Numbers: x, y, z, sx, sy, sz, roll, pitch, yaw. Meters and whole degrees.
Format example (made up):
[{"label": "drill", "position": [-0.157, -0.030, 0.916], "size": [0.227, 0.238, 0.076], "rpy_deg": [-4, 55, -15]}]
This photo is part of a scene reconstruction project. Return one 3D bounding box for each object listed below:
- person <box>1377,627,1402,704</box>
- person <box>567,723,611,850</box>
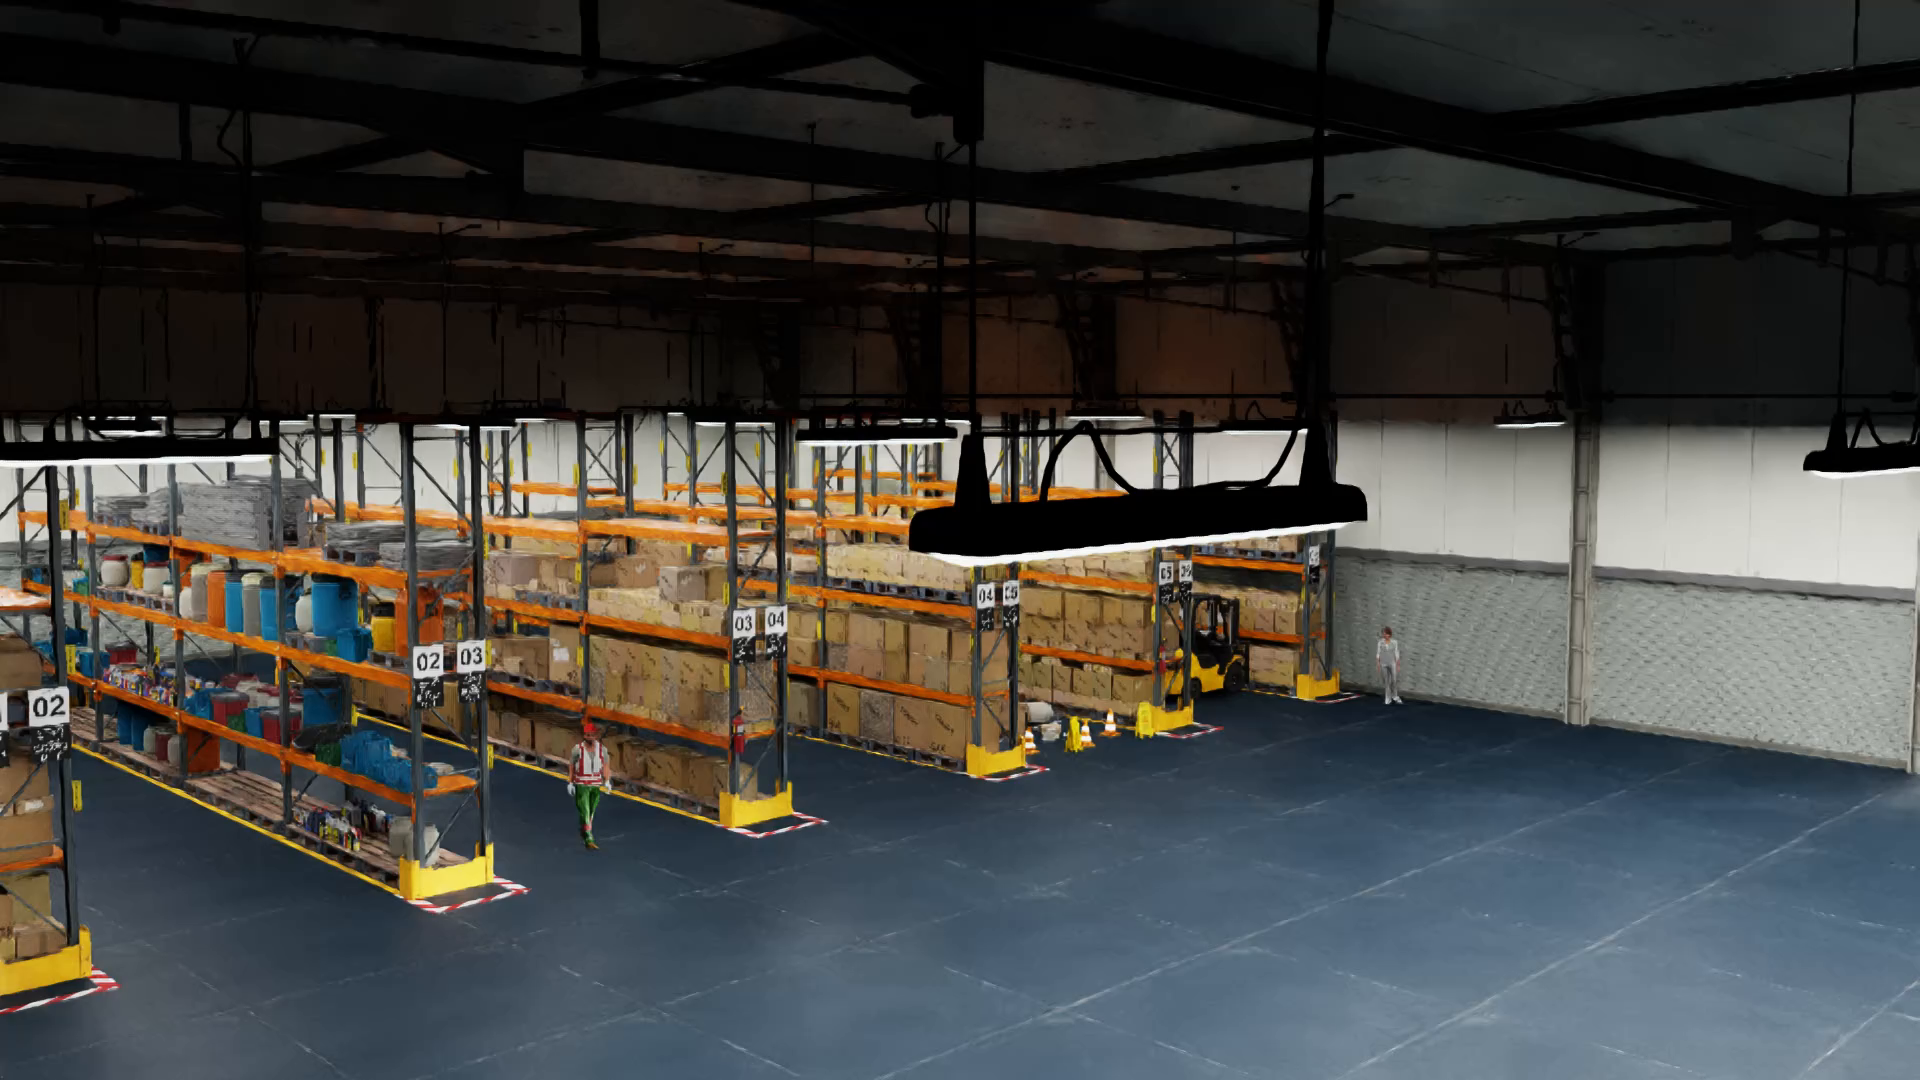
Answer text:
[{"label": "person", "position": [8.823, 2.564, 34.146], "size": [0.521, 1.592, 0.365], "rpy_deg": [2, 5, 18]}, {"label": "person", "position": [-5.185, 3.427, 23.367], "size": [0.534, 1.725, 1.038], "rpy_deg": [-3, 6, -35]}]
